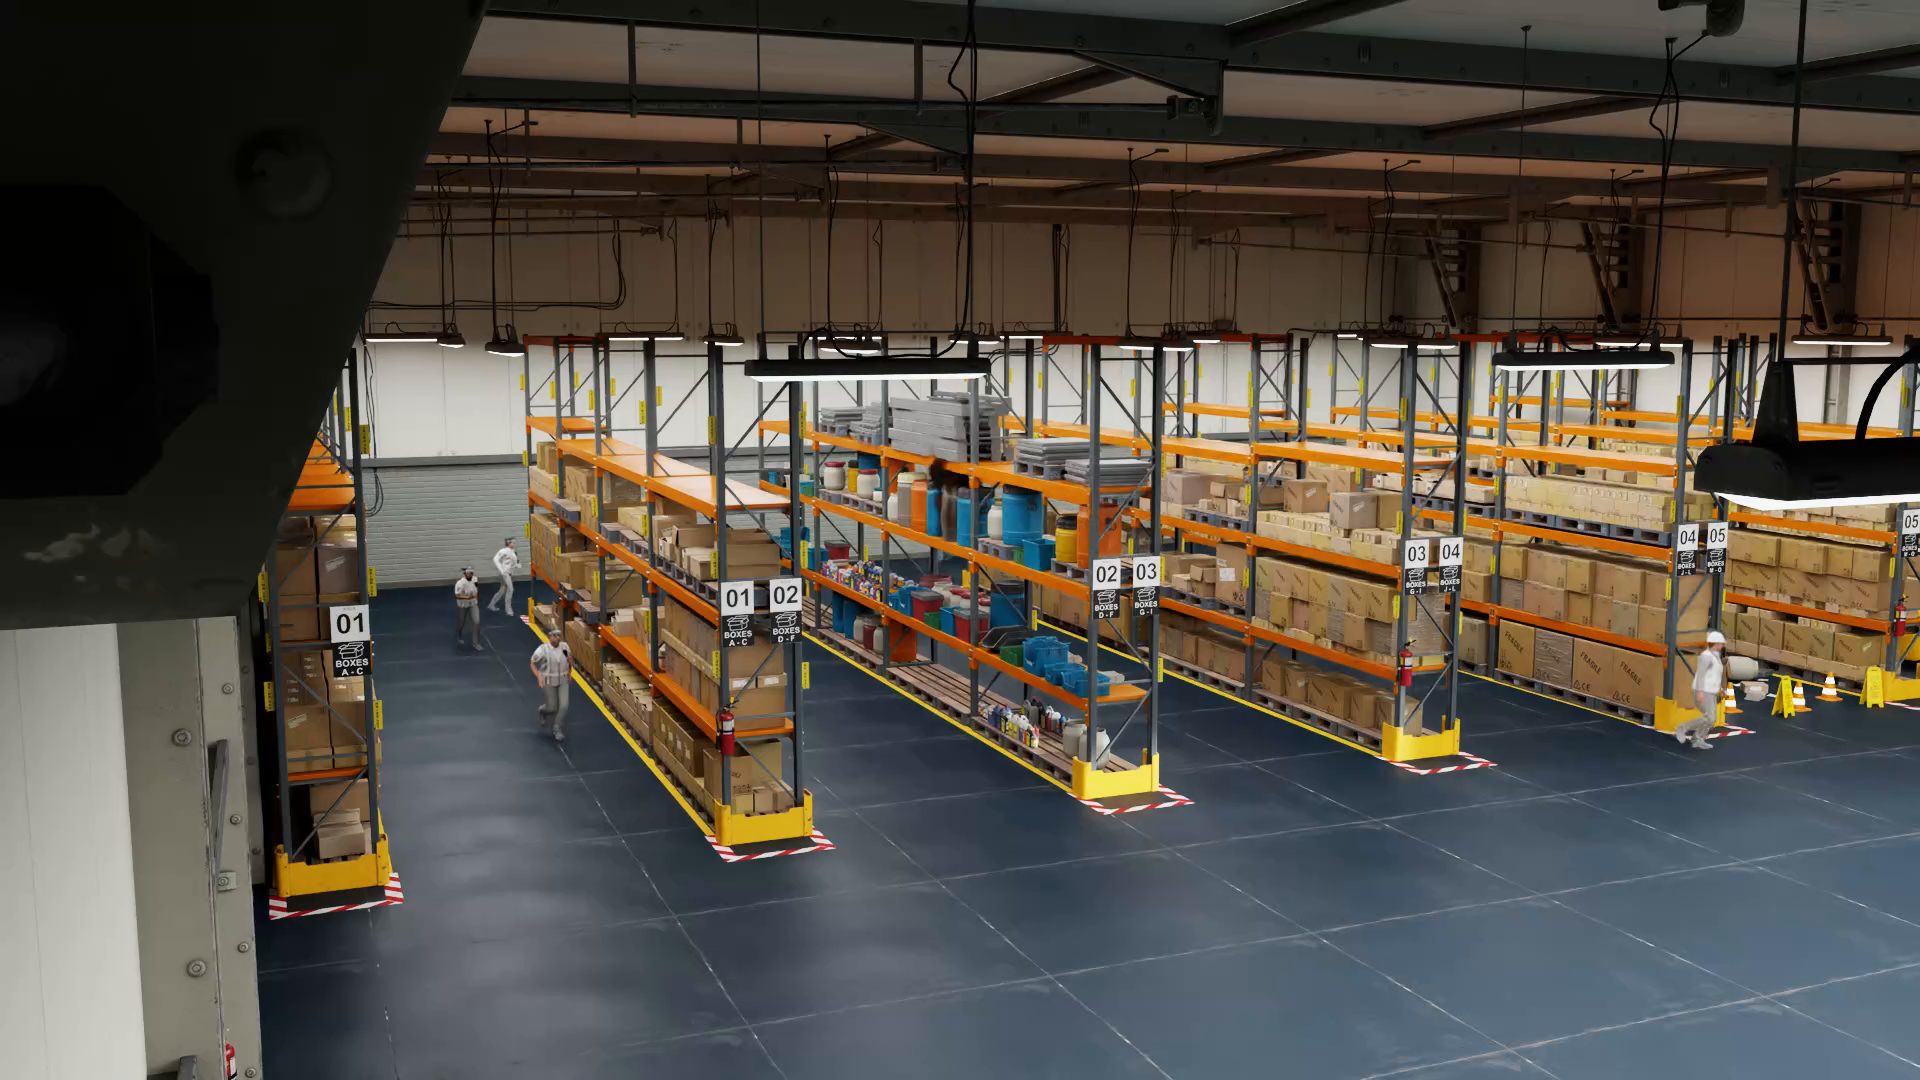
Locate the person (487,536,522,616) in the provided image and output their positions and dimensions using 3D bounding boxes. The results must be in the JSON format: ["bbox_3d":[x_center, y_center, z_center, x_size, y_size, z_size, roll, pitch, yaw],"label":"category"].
[{"bbox_3d":[-9.826,0.760,35.864,0.731,1.668,0.721,1,8,11],"label":"person"}]

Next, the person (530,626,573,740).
[{"bbox_3d":[-6.191,2.136,25.287,0.677,1.740,0.636,-5,9,-35],"label":"person"}]

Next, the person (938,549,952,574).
[{"bbox_3d":[-0.344,0.108,40.954,0.806,1.577,0.740,6,10,38],"label":"person"}]

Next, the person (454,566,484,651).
[{"bbox_3d":[-9.456,1.281,31.925,0.588,1.665,0.957,-6,10,-38],"label":"person"}]

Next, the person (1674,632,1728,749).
[{"bbox_3d":[10.946,2.208,24.544,0.602,1.738,0.720,6,10,37],"label":"person"}]
